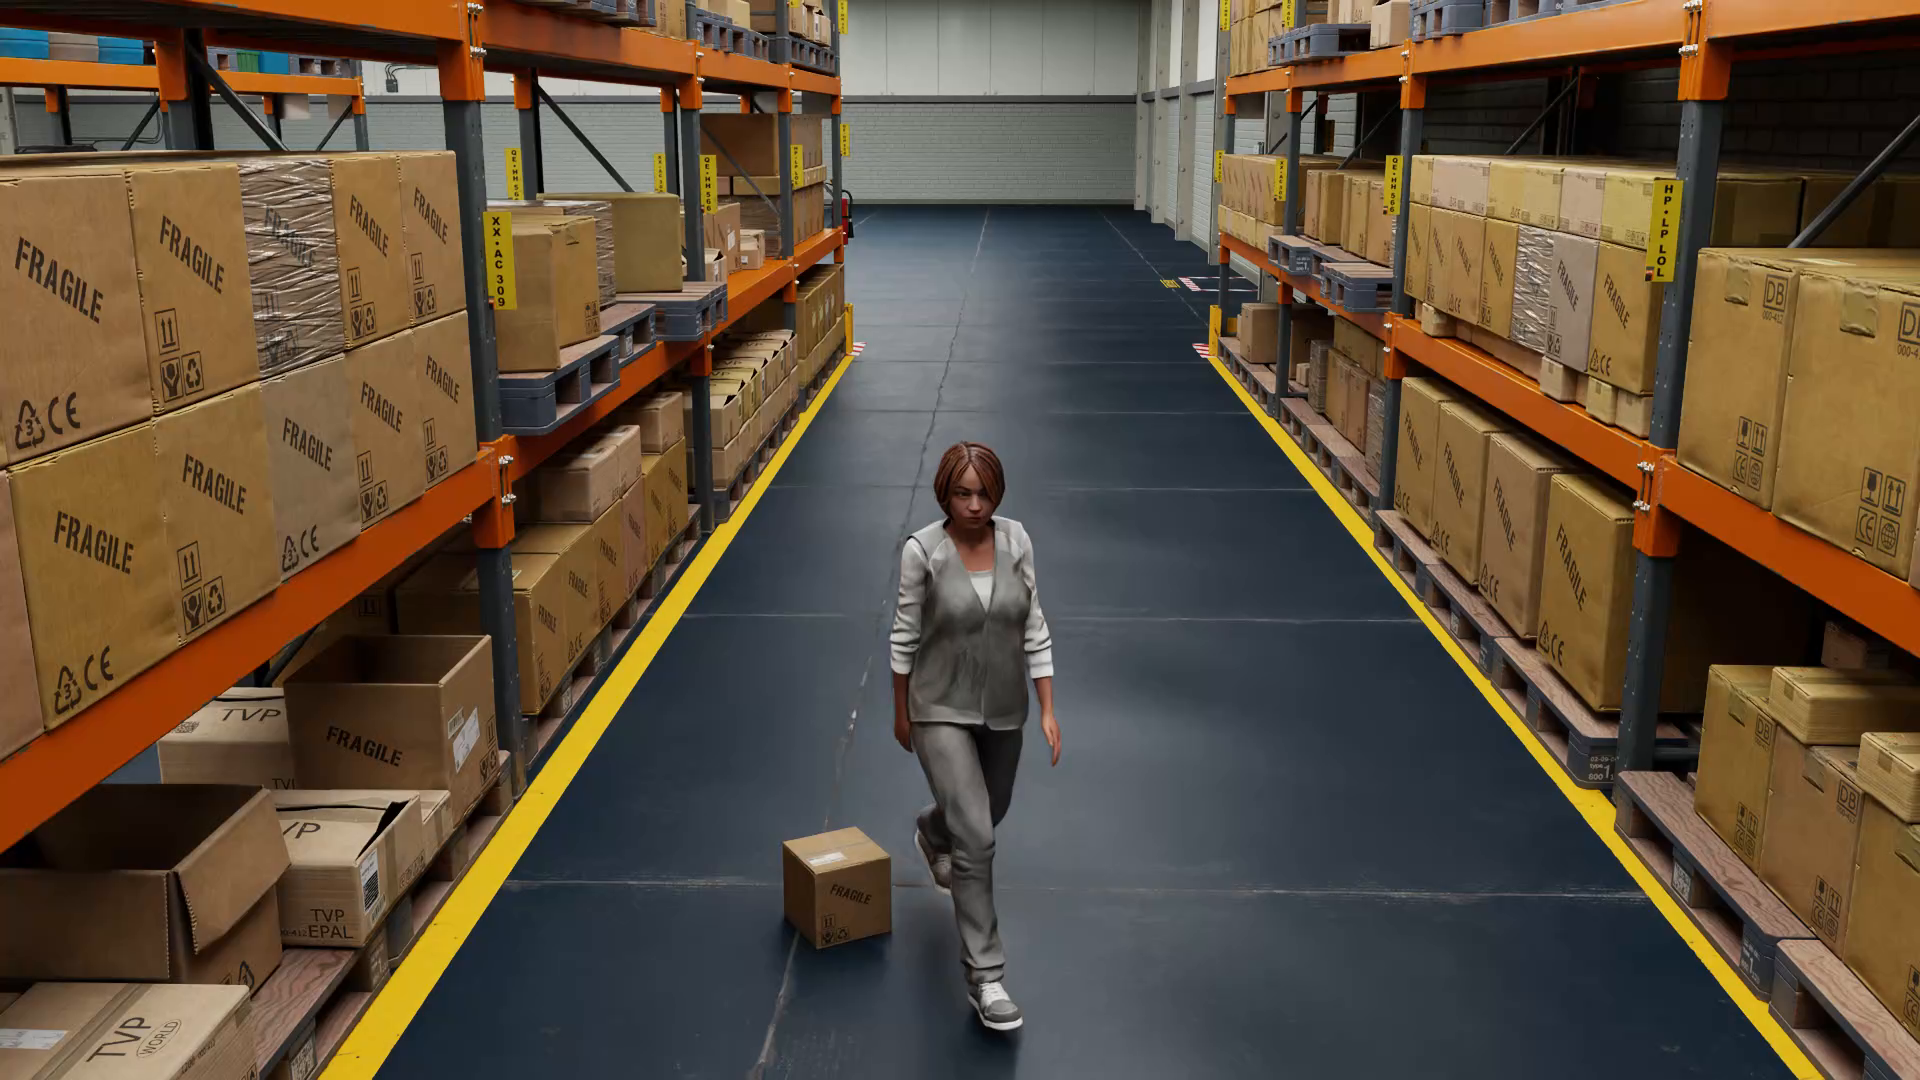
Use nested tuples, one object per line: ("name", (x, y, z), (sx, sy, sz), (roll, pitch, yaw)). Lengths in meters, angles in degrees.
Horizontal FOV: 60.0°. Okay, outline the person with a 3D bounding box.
("person", (0.011, 0.469, 4.661), (0.419, 1.529, 0.944), (-6, 15, -24))
